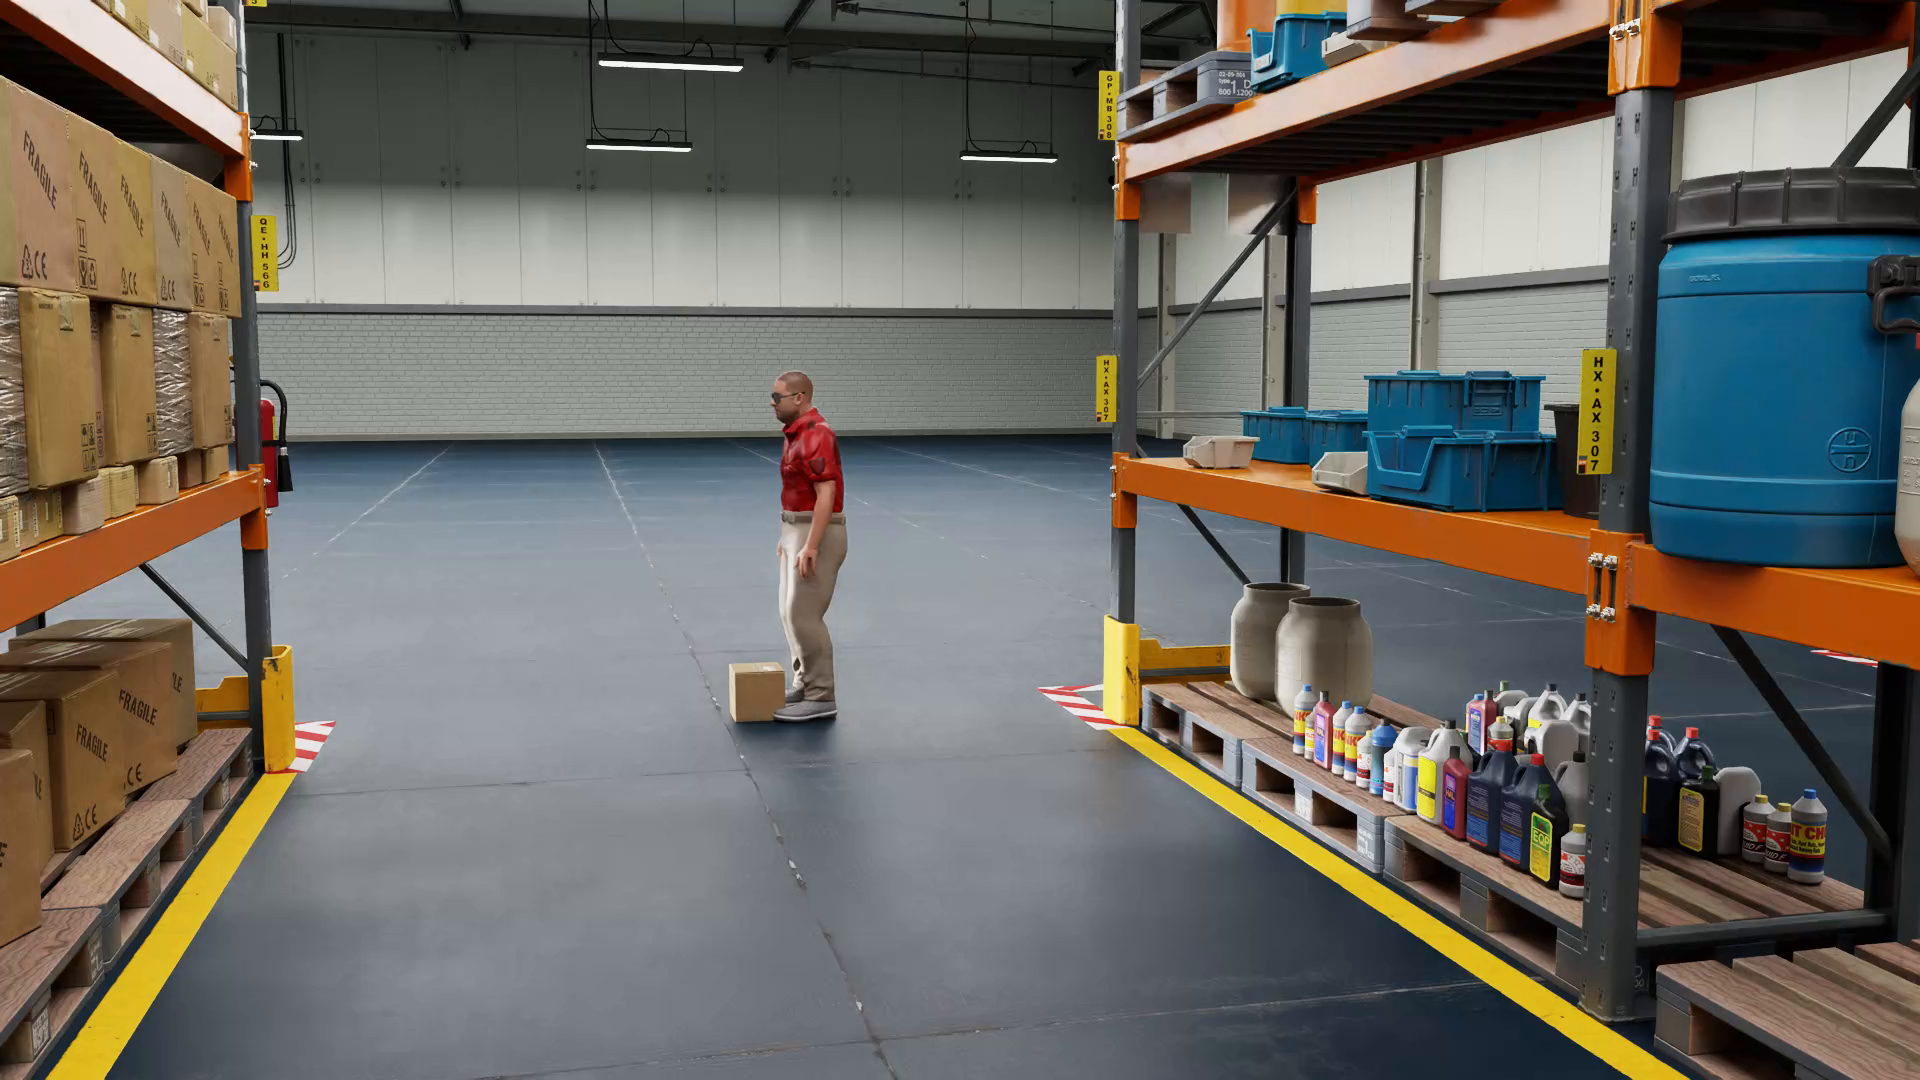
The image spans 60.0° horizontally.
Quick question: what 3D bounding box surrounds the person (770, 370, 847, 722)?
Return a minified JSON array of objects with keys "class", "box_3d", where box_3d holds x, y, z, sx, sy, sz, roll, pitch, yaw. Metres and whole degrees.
[{"class":"person","box_3d":[-0.775,0.019,8.326,0.392,1.728,0.601,-2,6,-16]}]
